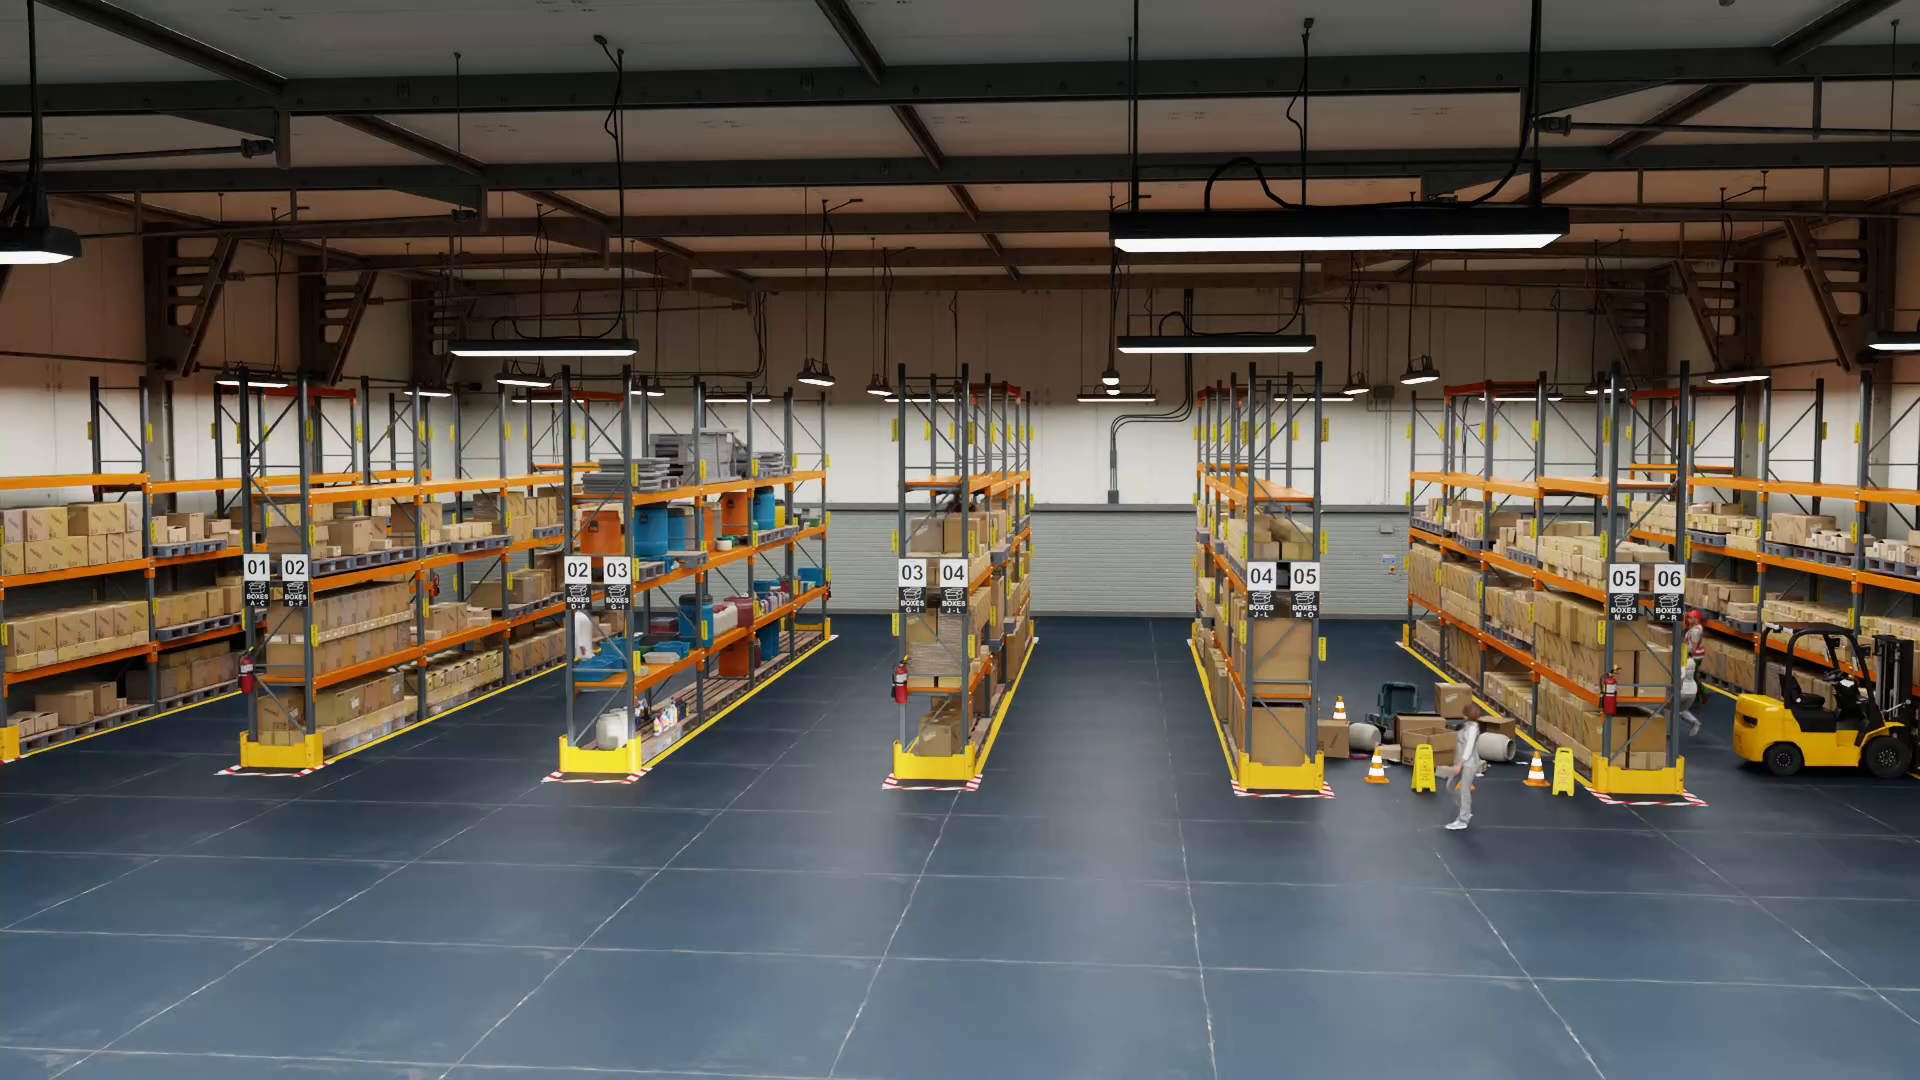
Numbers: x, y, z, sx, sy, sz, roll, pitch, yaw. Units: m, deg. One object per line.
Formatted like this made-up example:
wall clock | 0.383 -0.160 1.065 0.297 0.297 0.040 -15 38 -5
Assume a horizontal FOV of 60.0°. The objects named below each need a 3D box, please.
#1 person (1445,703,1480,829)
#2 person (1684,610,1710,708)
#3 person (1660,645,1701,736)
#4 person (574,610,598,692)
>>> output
person | 6.359 2.861 21.030 0.430 1.603 0.429 -1 4 -10
person | 13.330 2.159 30.231 0.605 1.785 0.497 -3 5 -38
person | 11.839 2.474 27.422 0.504 1.538 0.781 -2 4 -24
person | -7.252 2.043 32.193 0.475 1.783 0.598 -1 4 -11
